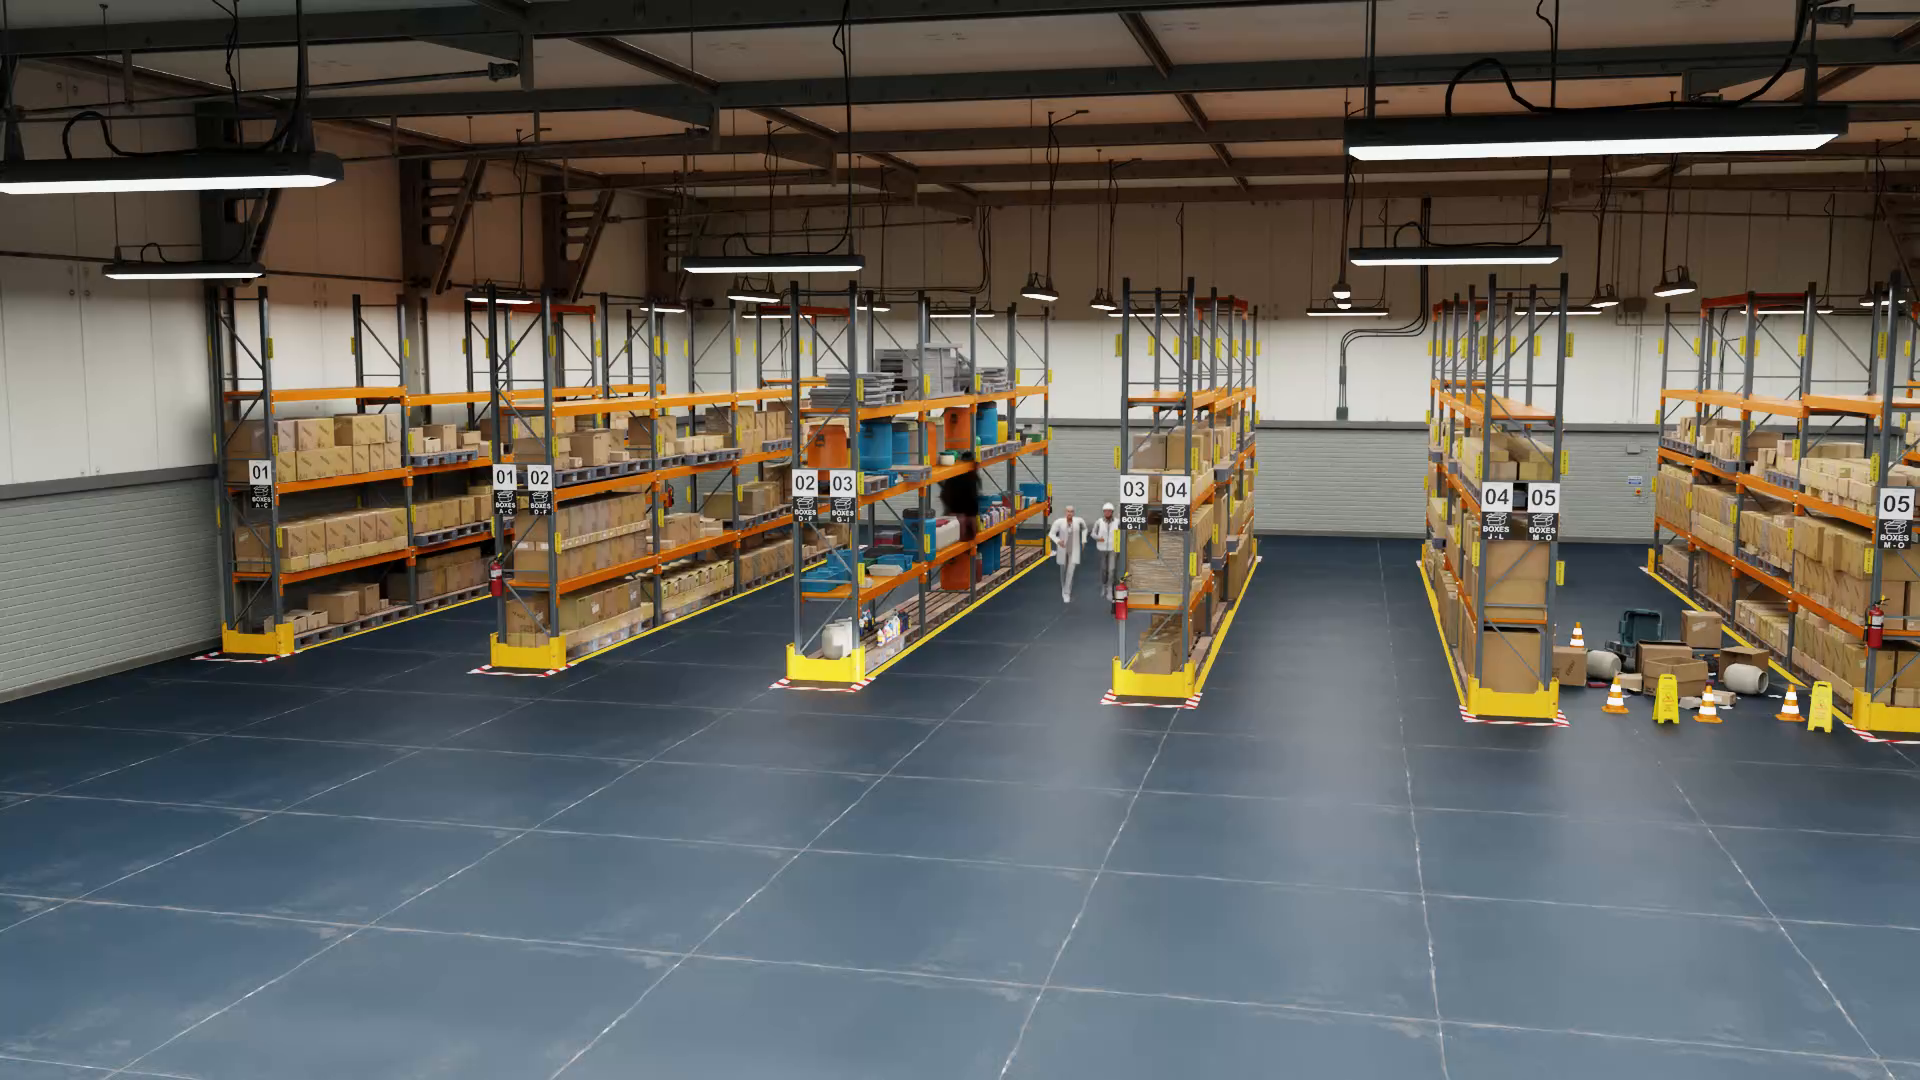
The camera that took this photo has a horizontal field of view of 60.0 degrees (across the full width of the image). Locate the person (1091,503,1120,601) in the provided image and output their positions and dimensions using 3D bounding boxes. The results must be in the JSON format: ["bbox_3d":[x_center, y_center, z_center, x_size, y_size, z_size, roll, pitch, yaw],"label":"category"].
[{"bbox_3d":[2.819,0.204,31.574,0.676,1.822,0.808,1,7,9],"label":"person"}]

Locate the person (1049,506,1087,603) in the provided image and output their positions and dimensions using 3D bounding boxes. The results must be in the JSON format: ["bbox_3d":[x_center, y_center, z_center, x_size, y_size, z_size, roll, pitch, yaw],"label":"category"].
[{"bbox_3d":[2.042,0.241,31.340,0.734,1.795,0.979,0,7,1],"label":"person"}]
